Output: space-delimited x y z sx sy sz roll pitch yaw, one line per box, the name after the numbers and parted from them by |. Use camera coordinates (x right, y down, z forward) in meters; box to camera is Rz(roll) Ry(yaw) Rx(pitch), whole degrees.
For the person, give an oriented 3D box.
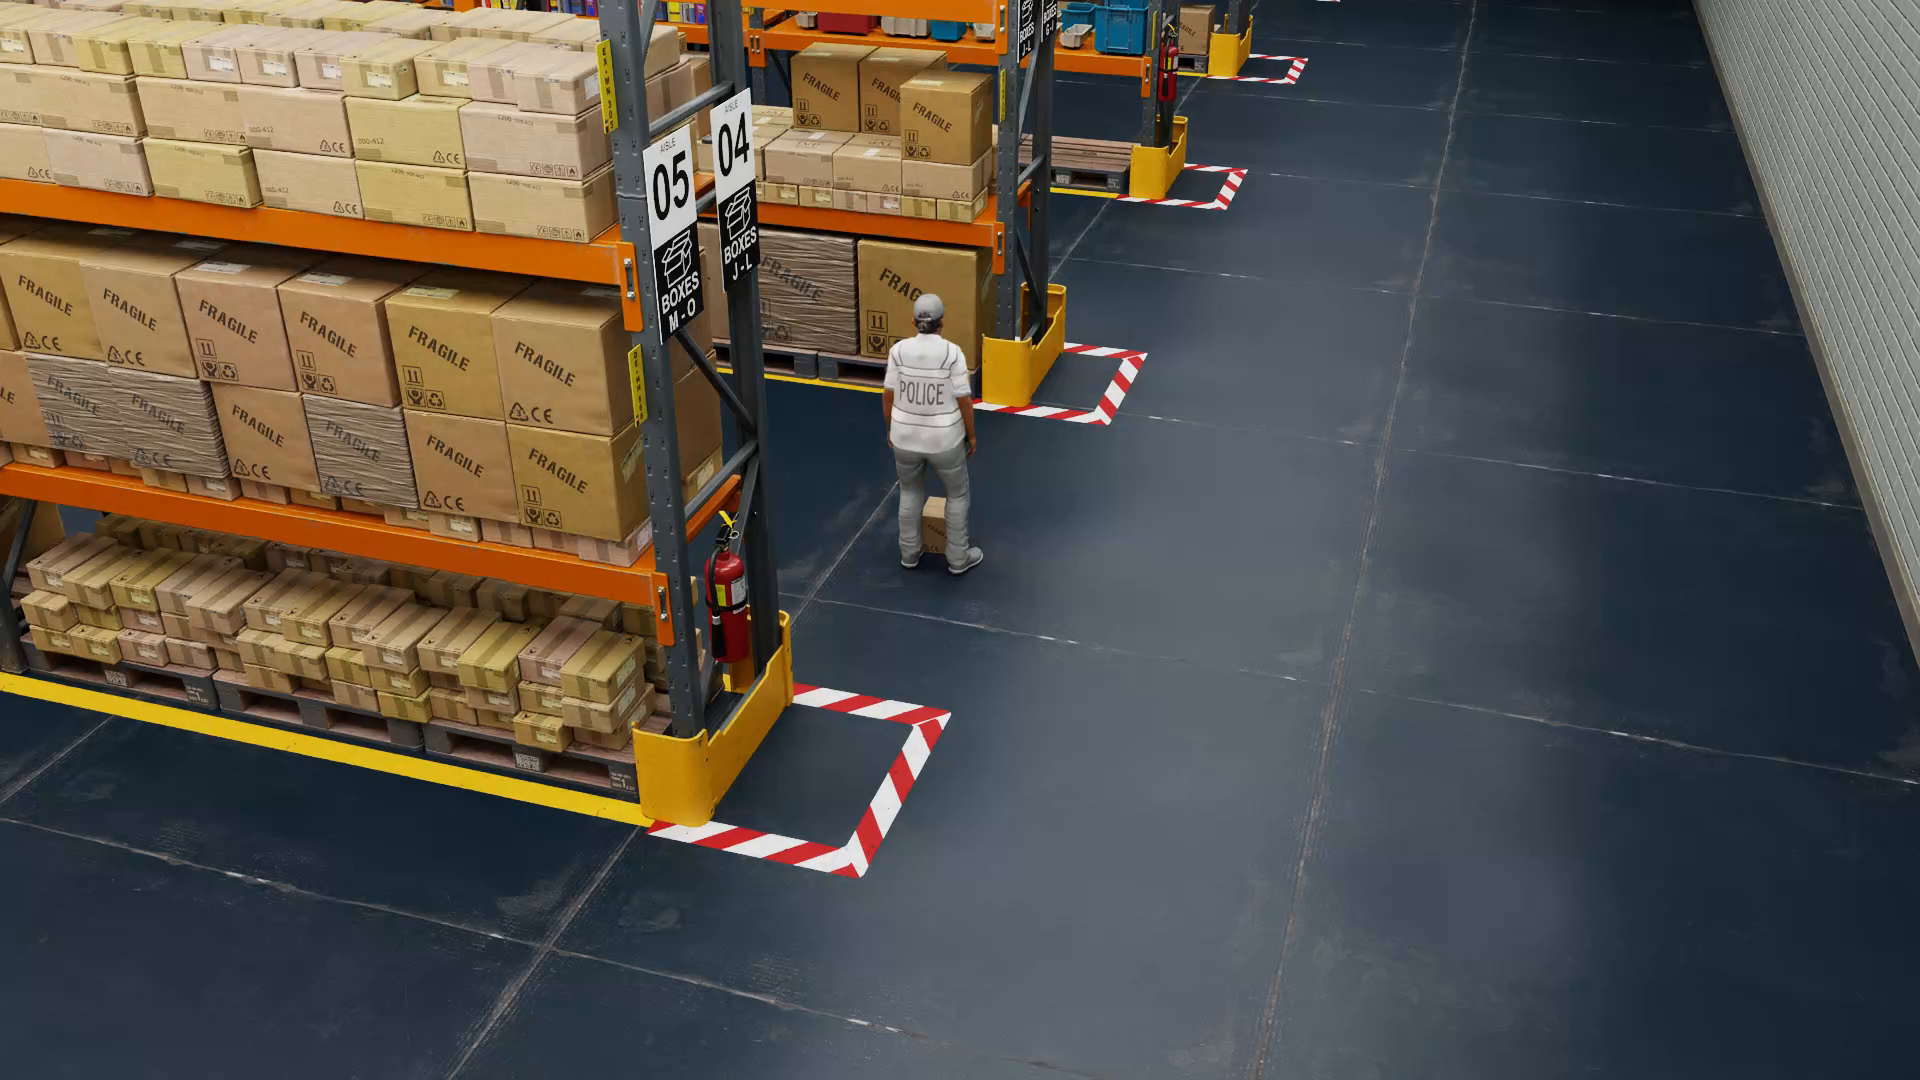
-0.156 -0.600 9.557 0.559 1.667 0.467 8 30 13 | person
